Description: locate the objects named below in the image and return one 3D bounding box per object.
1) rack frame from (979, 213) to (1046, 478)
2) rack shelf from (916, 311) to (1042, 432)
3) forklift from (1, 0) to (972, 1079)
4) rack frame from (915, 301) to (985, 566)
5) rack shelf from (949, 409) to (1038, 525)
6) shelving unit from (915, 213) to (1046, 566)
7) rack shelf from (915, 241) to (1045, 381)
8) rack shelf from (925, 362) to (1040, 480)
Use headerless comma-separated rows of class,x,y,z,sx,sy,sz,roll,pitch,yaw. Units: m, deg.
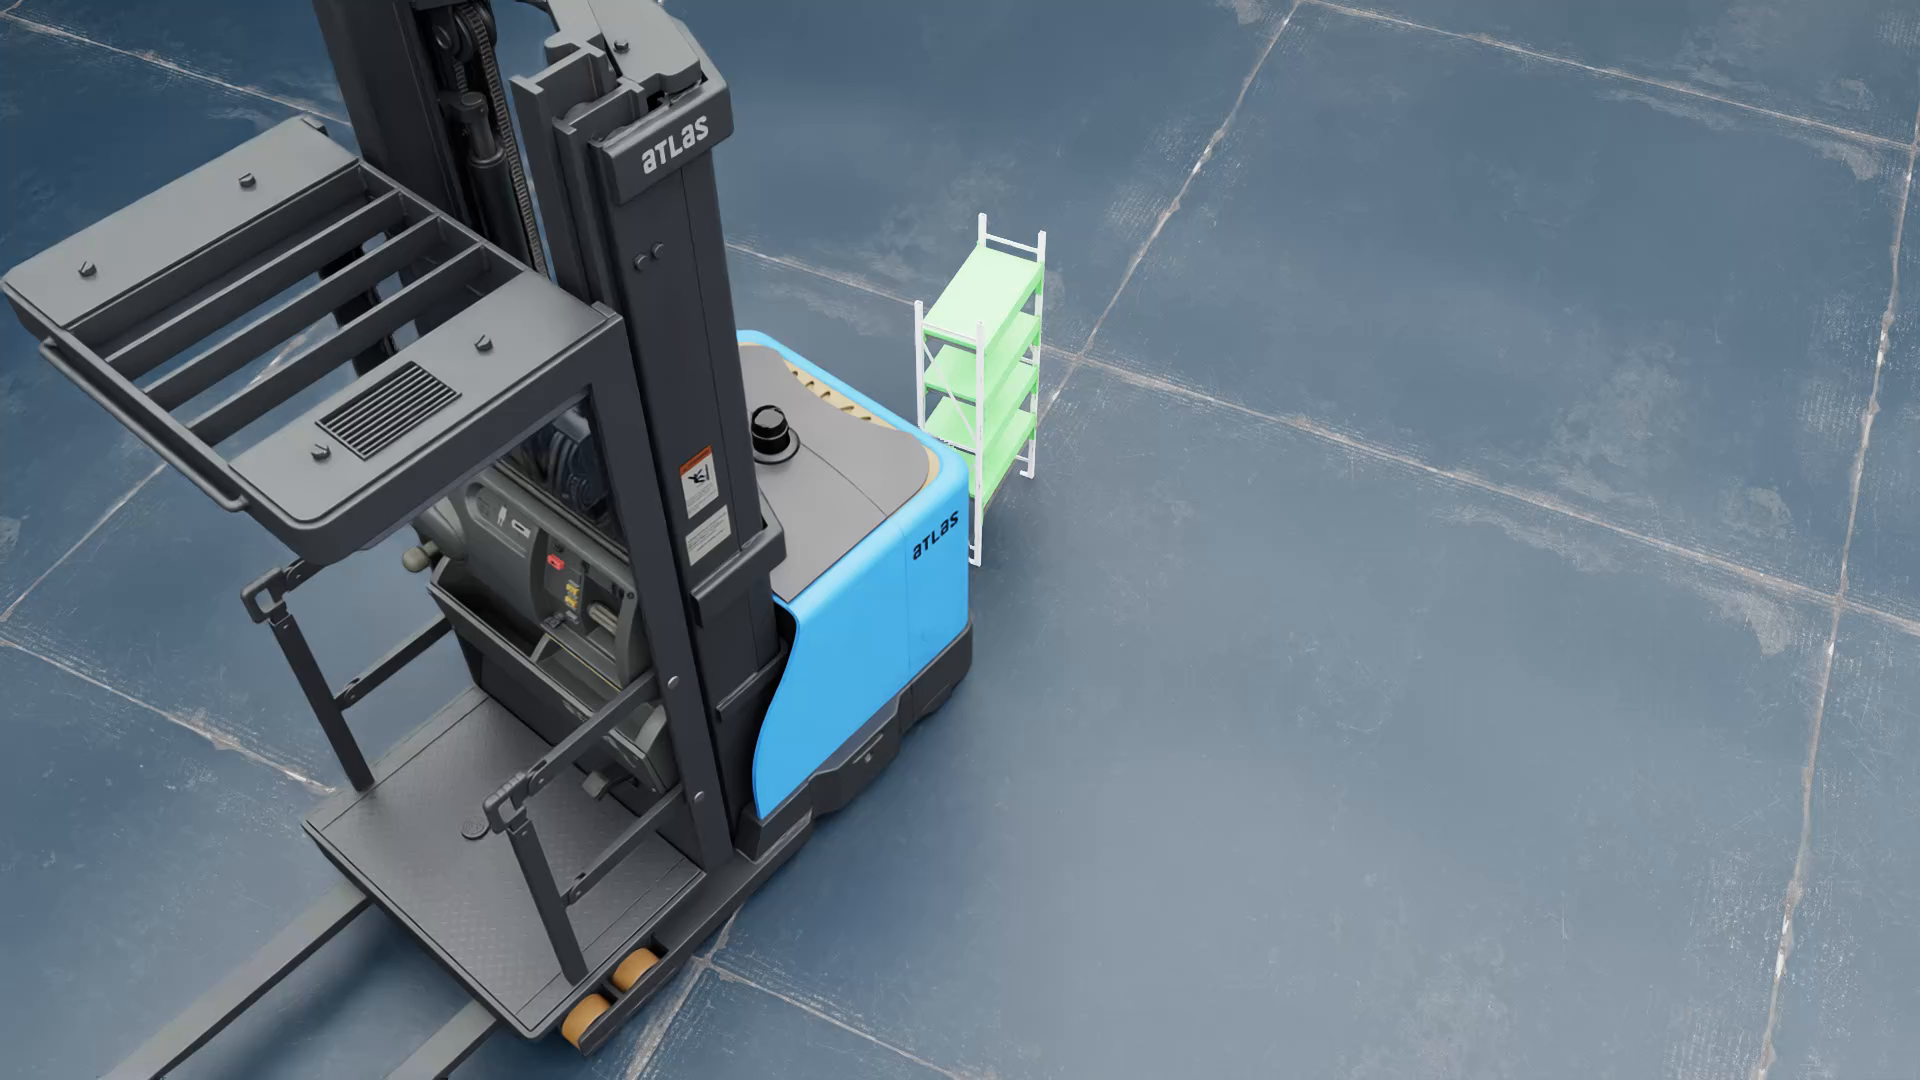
rack frame,0.175,-0.671,6.033,0.240,1.200,0.015,20,52,16
rack shelf,0.071,-0.617,5.756,0.258,0.148,0.480,20,52,16
forklift,-1.293,0.125,4.219,1.130,2.935,3.031,33,57,25
rack frame,-0.034,-0.335,5.747,0.240,1.200,0.015,20,52,16
rack shelf,0.071,-0.306,6.121,0.258,0.148,0.480,20,52,16
shelving unit,0.071,-0.503,5.890,0.258,1.200,0.503,20,52,16
rack shelf,0.071,-0.772,5.573,0.258,0.148,0.480,20,52,16
rack shelf,0.071,-0.461,5.939,0.258,0.148,0.480,20,52,16
